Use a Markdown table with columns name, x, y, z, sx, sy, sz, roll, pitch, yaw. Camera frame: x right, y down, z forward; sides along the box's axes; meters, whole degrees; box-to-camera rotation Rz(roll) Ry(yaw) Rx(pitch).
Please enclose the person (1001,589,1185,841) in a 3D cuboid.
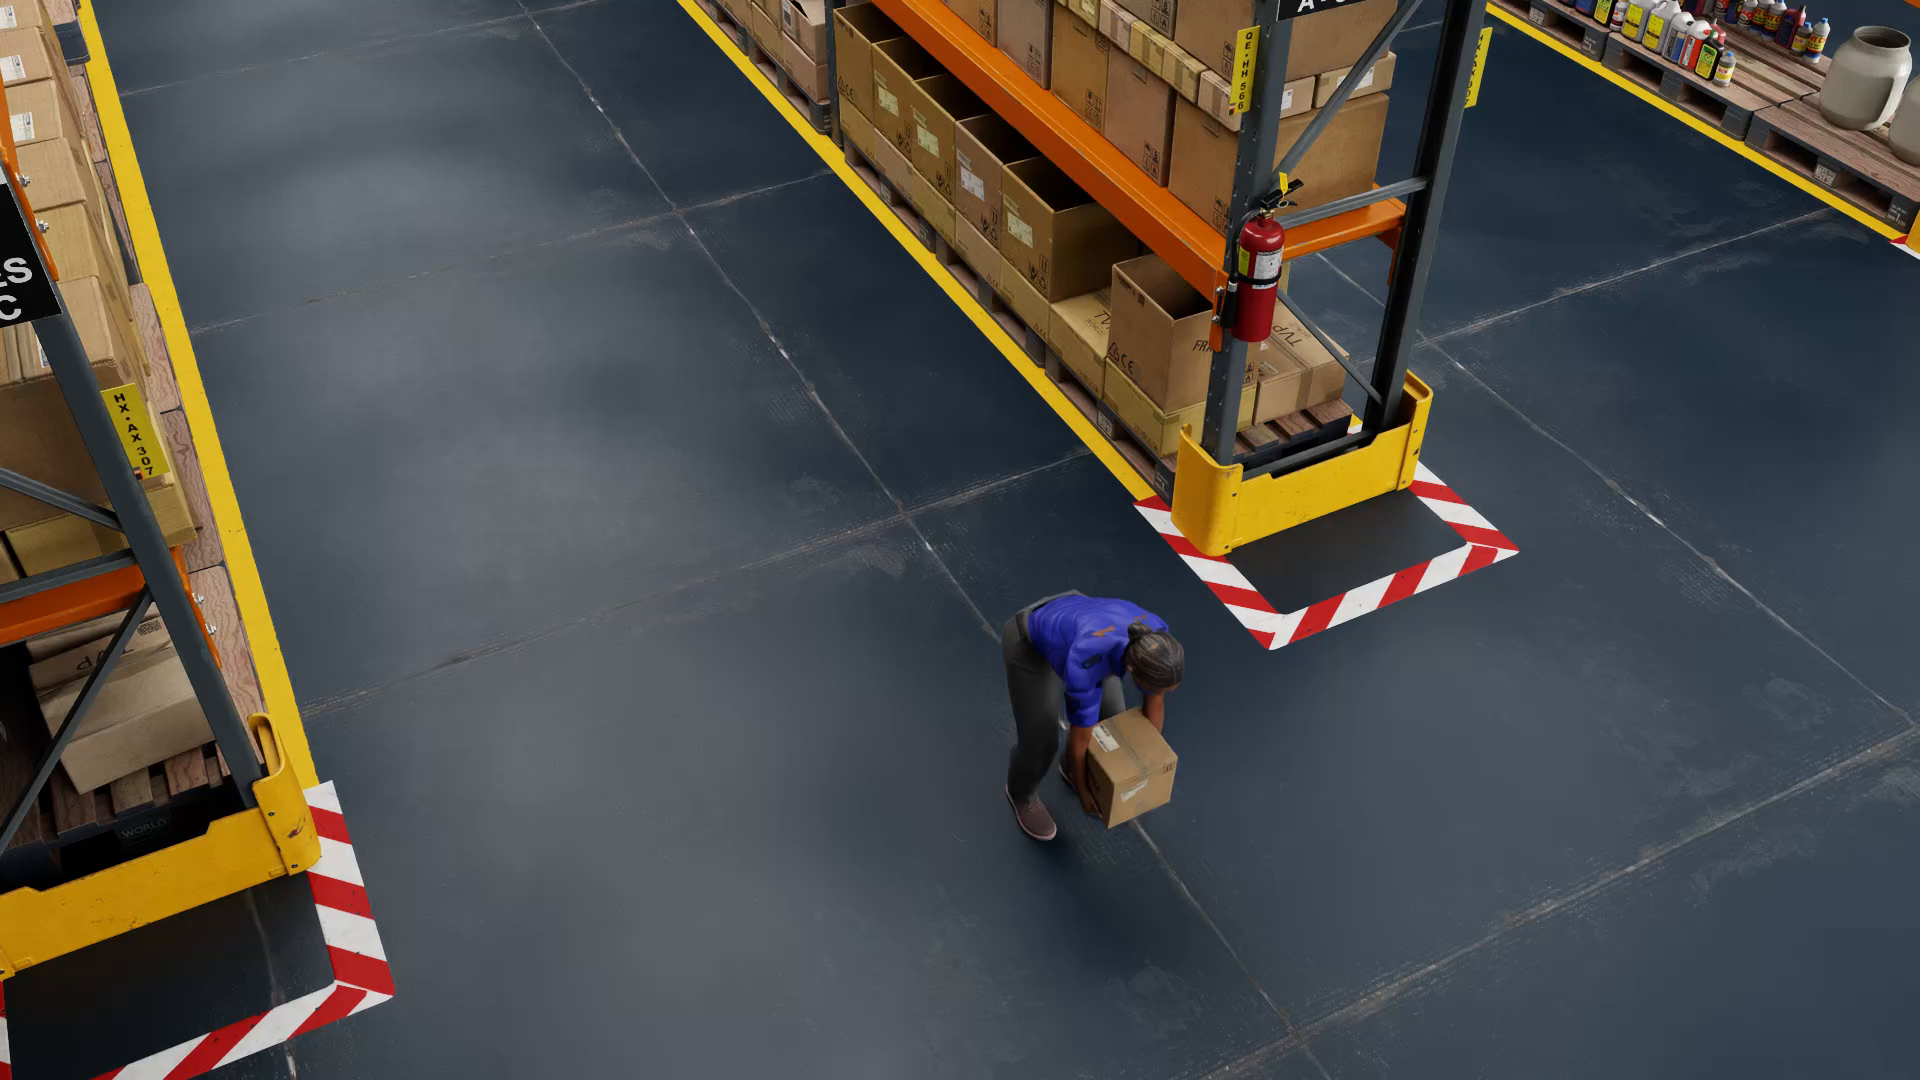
| name | x | y | z | sx | sy | sz | roll | pitch | yaw |
| --- | --- | --- | --- | --- | --- | --- | --- | --- | --- |
| person | 0.457 | 0.619 | 5.753 | 0.420 | 1.280 | 0.803 | -20 | 45 | -22 |
